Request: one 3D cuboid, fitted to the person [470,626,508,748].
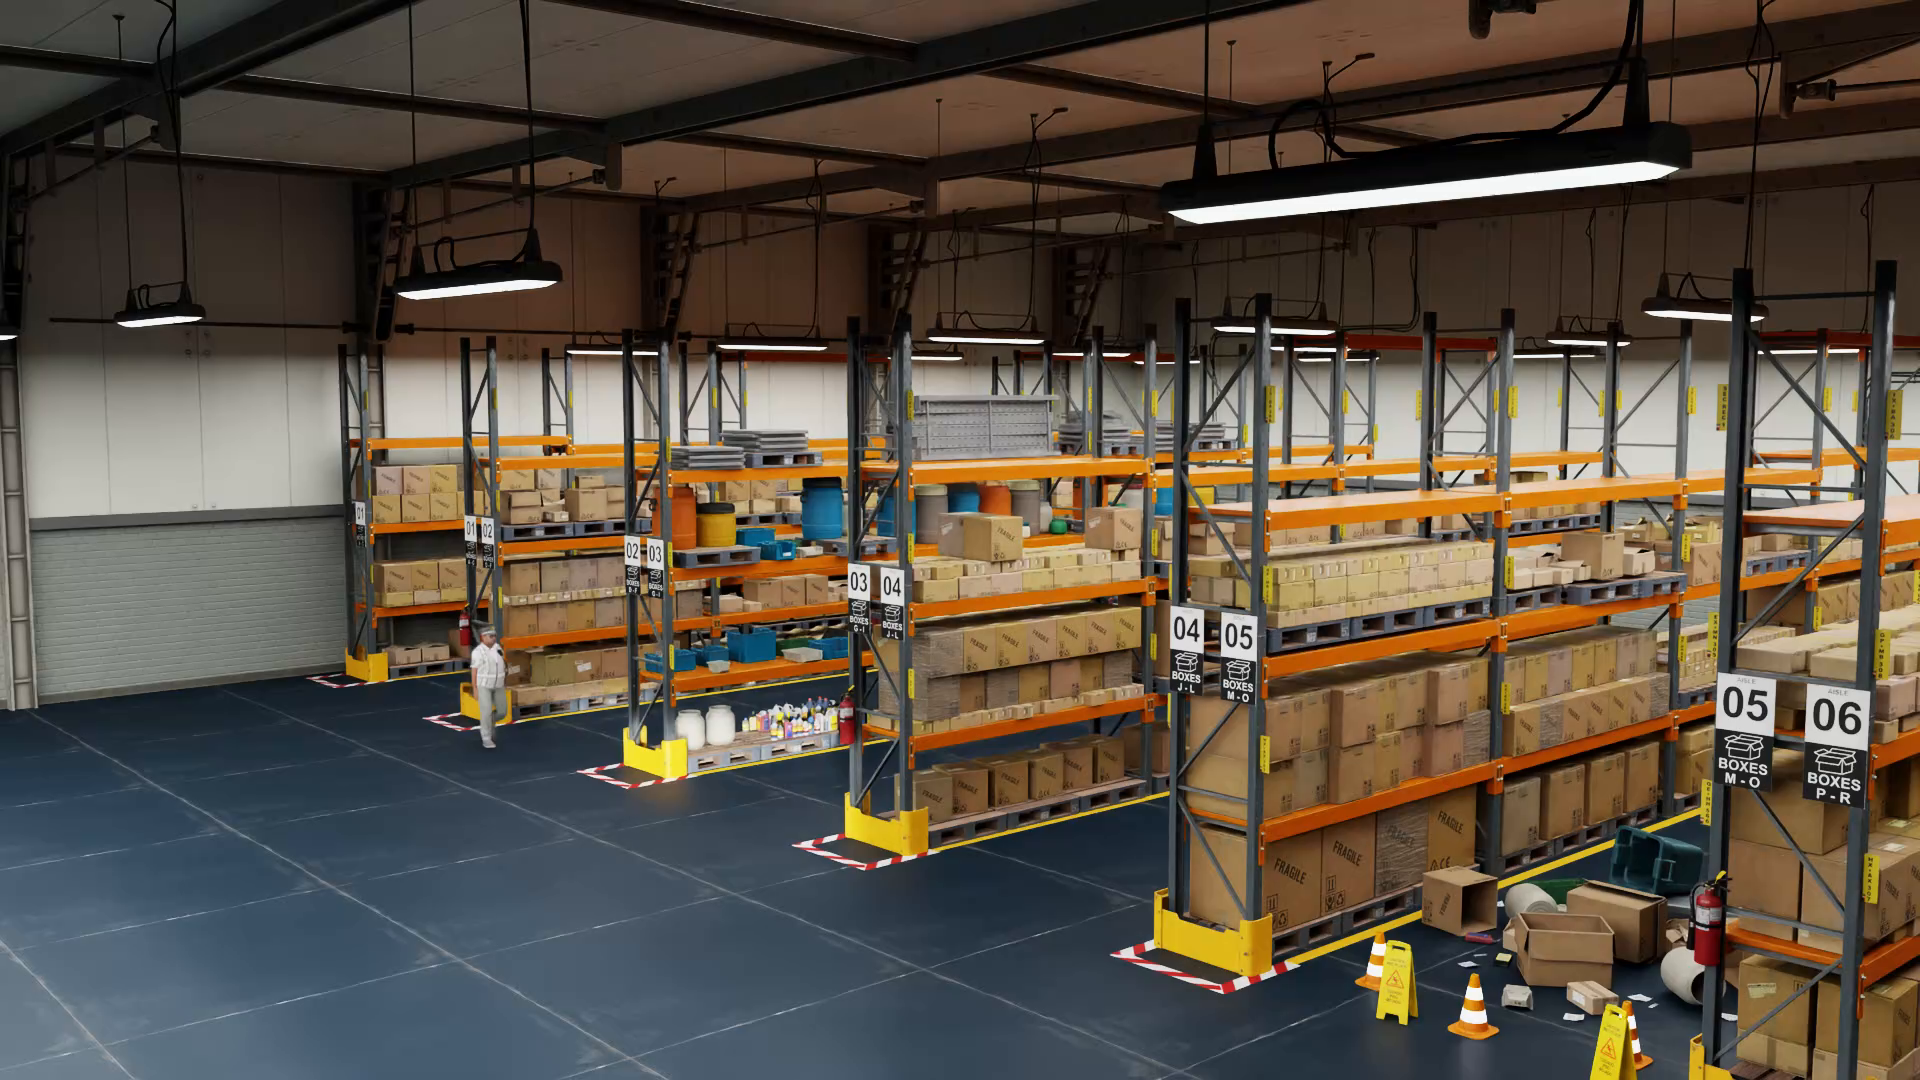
[{"bbox_3d":[-6.884,2.106,24.182,0.530,1.756,0.683,-4,7,-40],"label":"person"}]
